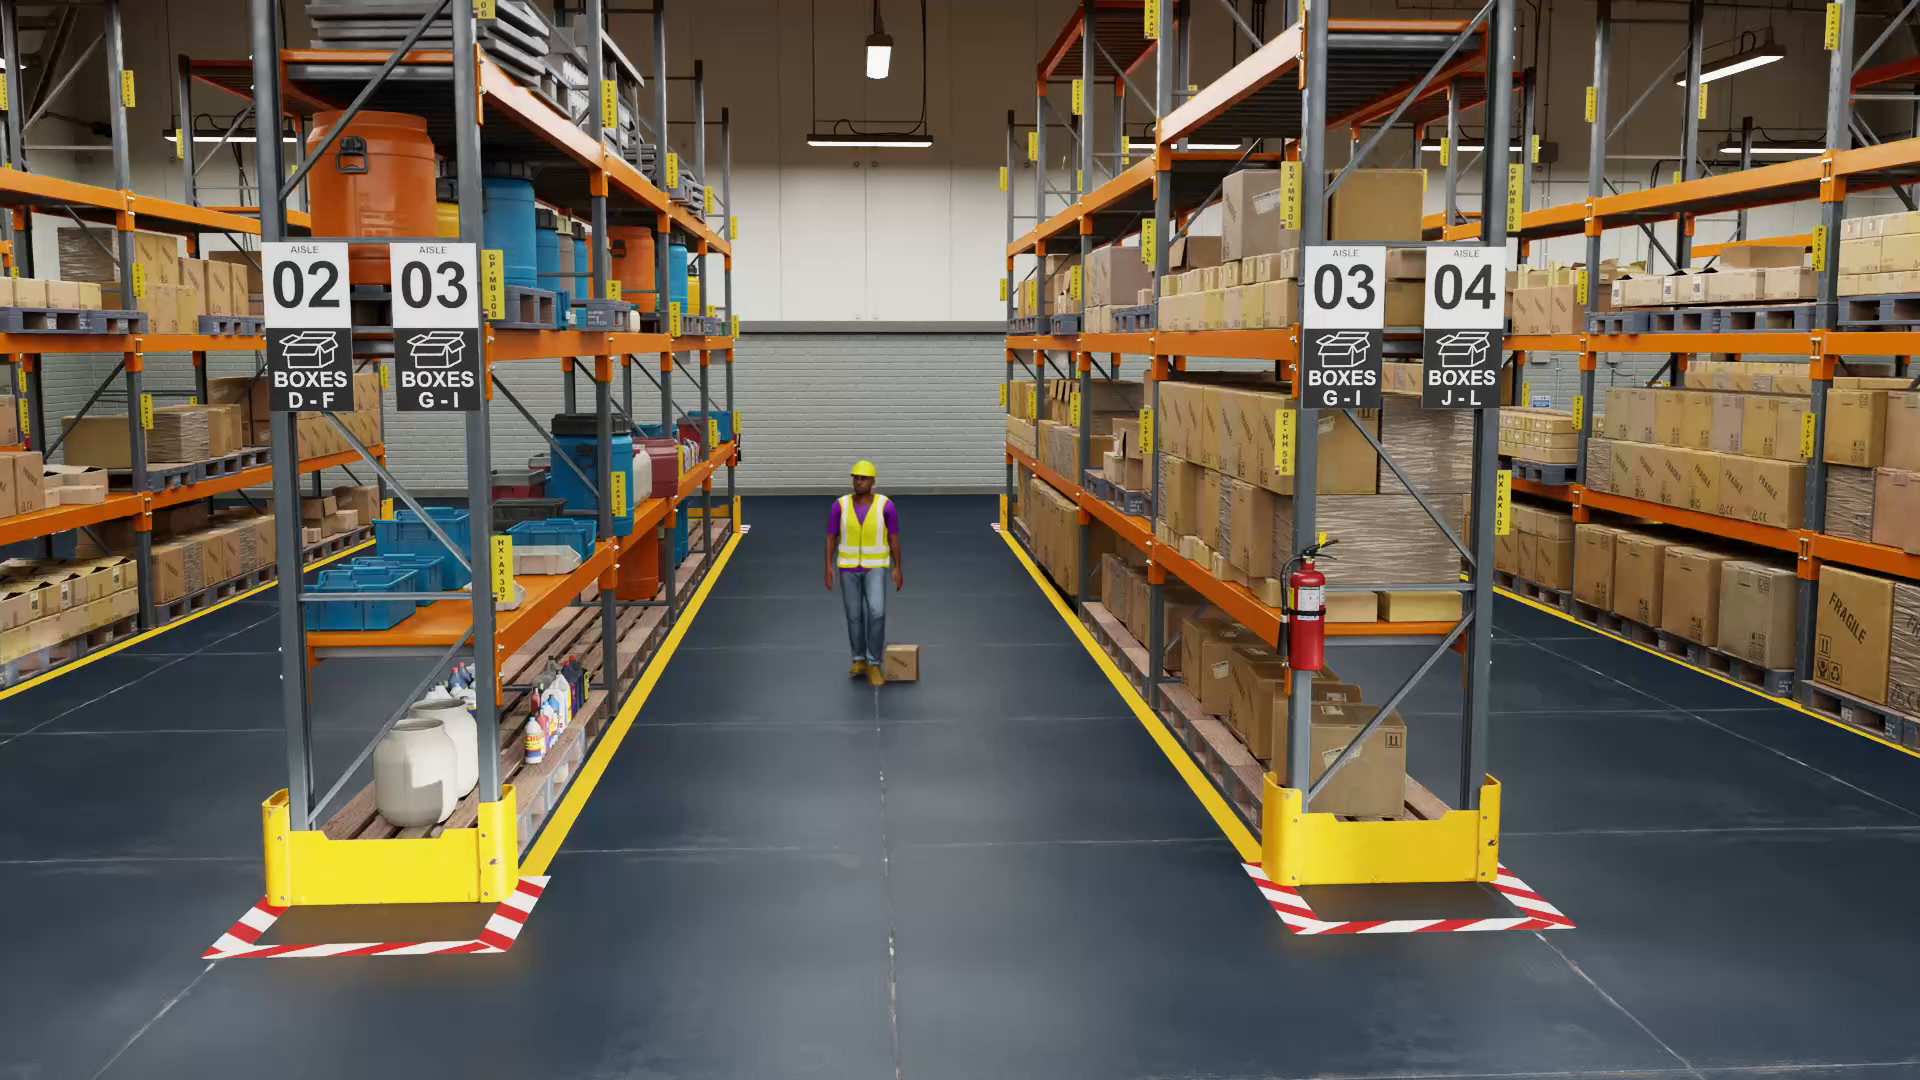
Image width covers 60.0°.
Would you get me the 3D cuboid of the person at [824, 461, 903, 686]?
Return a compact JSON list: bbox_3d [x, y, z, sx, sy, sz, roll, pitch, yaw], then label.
[{"bbox_3d":[-0.787,0.269,13.447,0.617,1.823,0.563,1,7,7],"label":"person"}]
